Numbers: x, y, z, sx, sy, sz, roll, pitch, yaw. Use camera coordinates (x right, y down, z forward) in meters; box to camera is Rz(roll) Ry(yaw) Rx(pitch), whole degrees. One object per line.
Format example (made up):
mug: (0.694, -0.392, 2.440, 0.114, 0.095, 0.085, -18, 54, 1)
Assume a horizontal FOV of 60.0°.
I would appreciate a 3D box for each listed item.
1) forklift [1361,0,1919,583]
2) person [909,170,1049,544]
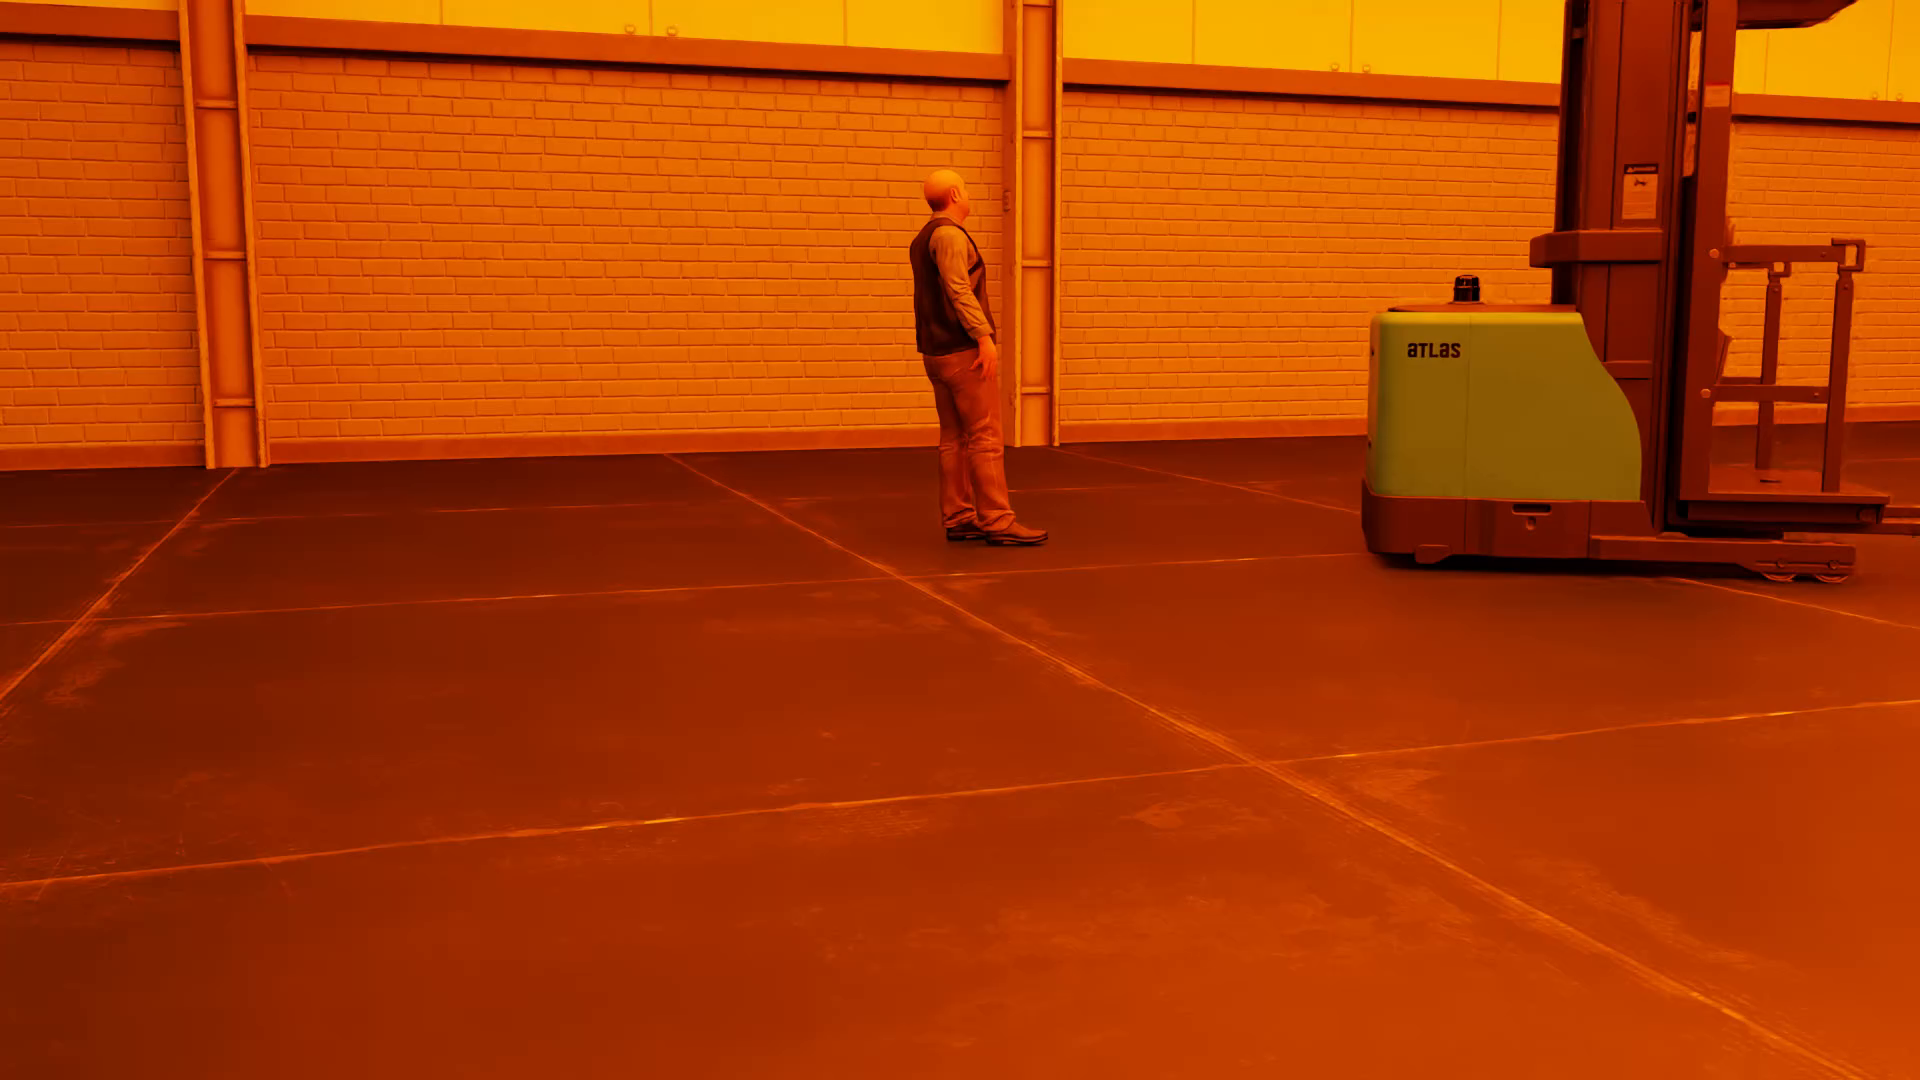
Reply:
forklift: (3.314, -1.357, 7.027, 3.031, 2.935, 1.130, 2, 8, 11)
person: (0.062, -0.862, 7.820, 0.566, 1.722, 0.633, -3, 8, -18)
